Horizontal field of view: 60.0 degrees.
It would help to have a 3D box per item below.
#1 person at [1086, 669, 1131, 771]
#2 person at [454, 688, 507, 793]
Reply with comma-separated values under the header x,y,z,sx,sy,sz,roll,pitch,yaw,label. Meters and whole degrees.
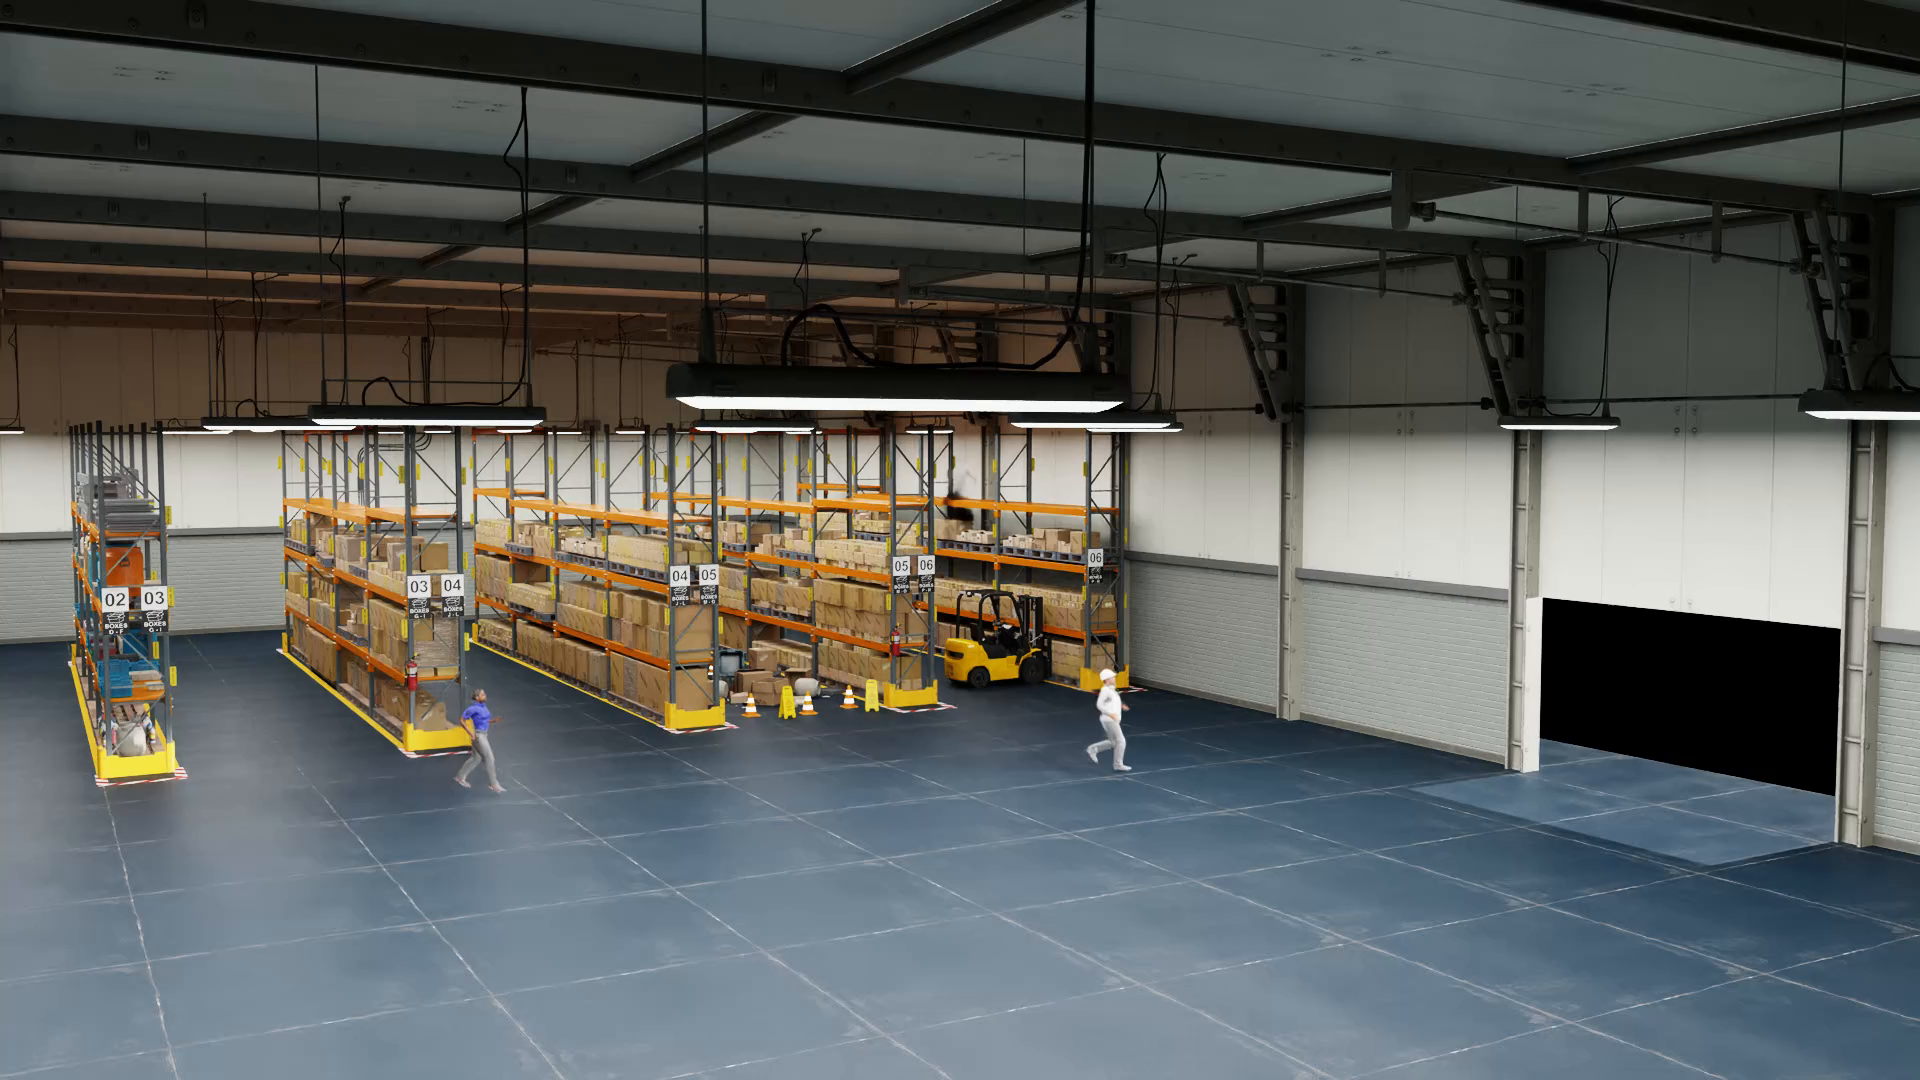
x,y,z,sx,sy,sz,roll,pitch,yaw,label
2.551,3.090,28.552,0.803,1.739,0.668,1,4,13,person
-7.740,3.224,26.765,0.885,1.682,0.562,0,4,0,person
